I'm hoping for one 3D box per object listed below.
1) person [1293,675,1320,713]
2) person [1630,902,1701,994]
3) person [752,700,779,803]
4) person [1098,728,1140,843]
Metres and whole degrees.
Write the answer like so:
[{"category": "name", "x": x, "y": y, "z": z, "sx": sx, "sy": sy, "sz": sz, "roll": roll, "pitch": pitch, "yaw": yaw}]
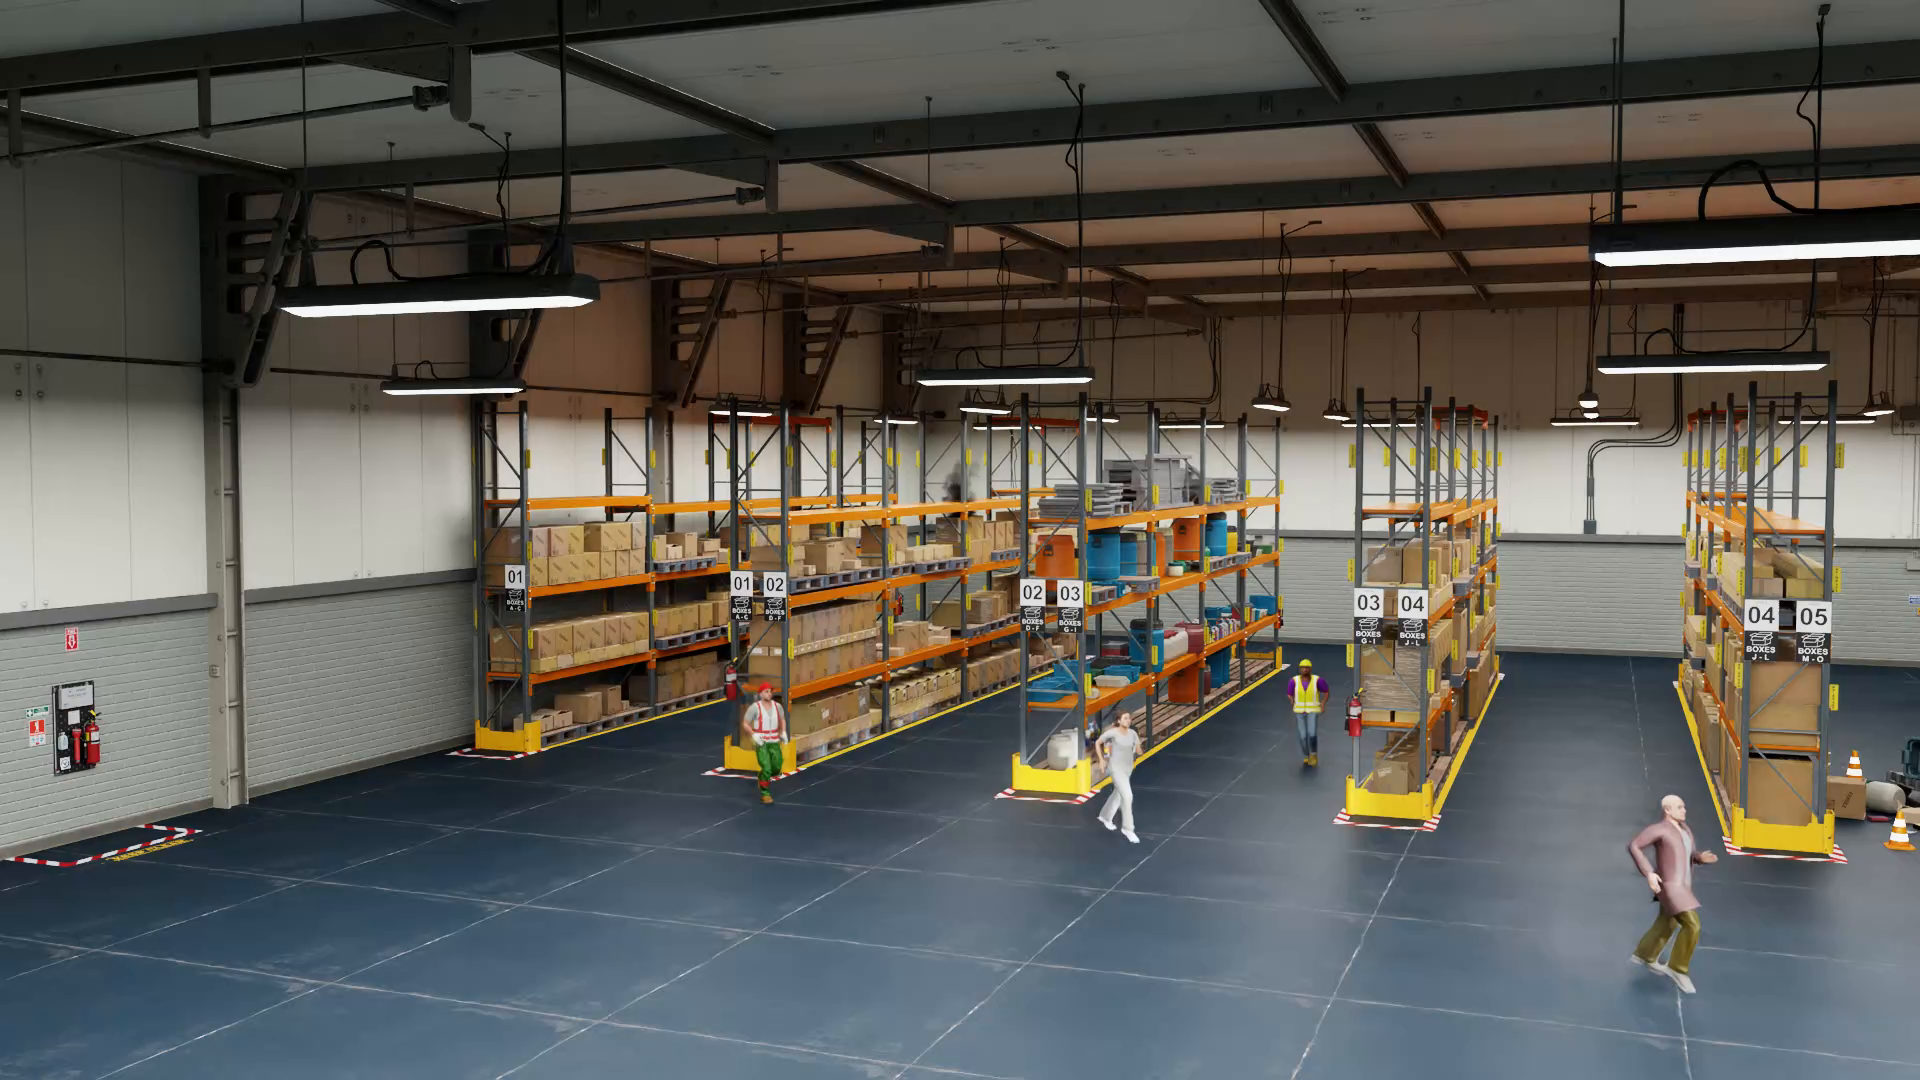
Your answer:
[{"category": "person", "x": 5.630, "y": 2.497, "z": 27.053, "sx": 0.450, "sy": 0.617, "sz": 0.348, "roll": 1, "pitch": 3, "yaw": 21}, {"category": "person", "x": 6.739, "y": 3.694, "z": 15.869, "sx": 0.392, "sy": 1.142, "sz": 0.724, "roll": -3, "pitch": 4, "yaw": -44}, {"category": "person", "x": -2.882, "y": 3.090, "z": 24.367, "sx": 0.401, "sy": 1.451, "sz": 0.600, "roll": -2, "pitch": 3, "yaw": -35}, {"category": "person", "x": 2.109, "y": 3.205, "z": 22.010, "sx": 0.510, "sy": 1.470, "sz": 0.843, "roll": -2, "pitch": 4, "yaw": -38}]
